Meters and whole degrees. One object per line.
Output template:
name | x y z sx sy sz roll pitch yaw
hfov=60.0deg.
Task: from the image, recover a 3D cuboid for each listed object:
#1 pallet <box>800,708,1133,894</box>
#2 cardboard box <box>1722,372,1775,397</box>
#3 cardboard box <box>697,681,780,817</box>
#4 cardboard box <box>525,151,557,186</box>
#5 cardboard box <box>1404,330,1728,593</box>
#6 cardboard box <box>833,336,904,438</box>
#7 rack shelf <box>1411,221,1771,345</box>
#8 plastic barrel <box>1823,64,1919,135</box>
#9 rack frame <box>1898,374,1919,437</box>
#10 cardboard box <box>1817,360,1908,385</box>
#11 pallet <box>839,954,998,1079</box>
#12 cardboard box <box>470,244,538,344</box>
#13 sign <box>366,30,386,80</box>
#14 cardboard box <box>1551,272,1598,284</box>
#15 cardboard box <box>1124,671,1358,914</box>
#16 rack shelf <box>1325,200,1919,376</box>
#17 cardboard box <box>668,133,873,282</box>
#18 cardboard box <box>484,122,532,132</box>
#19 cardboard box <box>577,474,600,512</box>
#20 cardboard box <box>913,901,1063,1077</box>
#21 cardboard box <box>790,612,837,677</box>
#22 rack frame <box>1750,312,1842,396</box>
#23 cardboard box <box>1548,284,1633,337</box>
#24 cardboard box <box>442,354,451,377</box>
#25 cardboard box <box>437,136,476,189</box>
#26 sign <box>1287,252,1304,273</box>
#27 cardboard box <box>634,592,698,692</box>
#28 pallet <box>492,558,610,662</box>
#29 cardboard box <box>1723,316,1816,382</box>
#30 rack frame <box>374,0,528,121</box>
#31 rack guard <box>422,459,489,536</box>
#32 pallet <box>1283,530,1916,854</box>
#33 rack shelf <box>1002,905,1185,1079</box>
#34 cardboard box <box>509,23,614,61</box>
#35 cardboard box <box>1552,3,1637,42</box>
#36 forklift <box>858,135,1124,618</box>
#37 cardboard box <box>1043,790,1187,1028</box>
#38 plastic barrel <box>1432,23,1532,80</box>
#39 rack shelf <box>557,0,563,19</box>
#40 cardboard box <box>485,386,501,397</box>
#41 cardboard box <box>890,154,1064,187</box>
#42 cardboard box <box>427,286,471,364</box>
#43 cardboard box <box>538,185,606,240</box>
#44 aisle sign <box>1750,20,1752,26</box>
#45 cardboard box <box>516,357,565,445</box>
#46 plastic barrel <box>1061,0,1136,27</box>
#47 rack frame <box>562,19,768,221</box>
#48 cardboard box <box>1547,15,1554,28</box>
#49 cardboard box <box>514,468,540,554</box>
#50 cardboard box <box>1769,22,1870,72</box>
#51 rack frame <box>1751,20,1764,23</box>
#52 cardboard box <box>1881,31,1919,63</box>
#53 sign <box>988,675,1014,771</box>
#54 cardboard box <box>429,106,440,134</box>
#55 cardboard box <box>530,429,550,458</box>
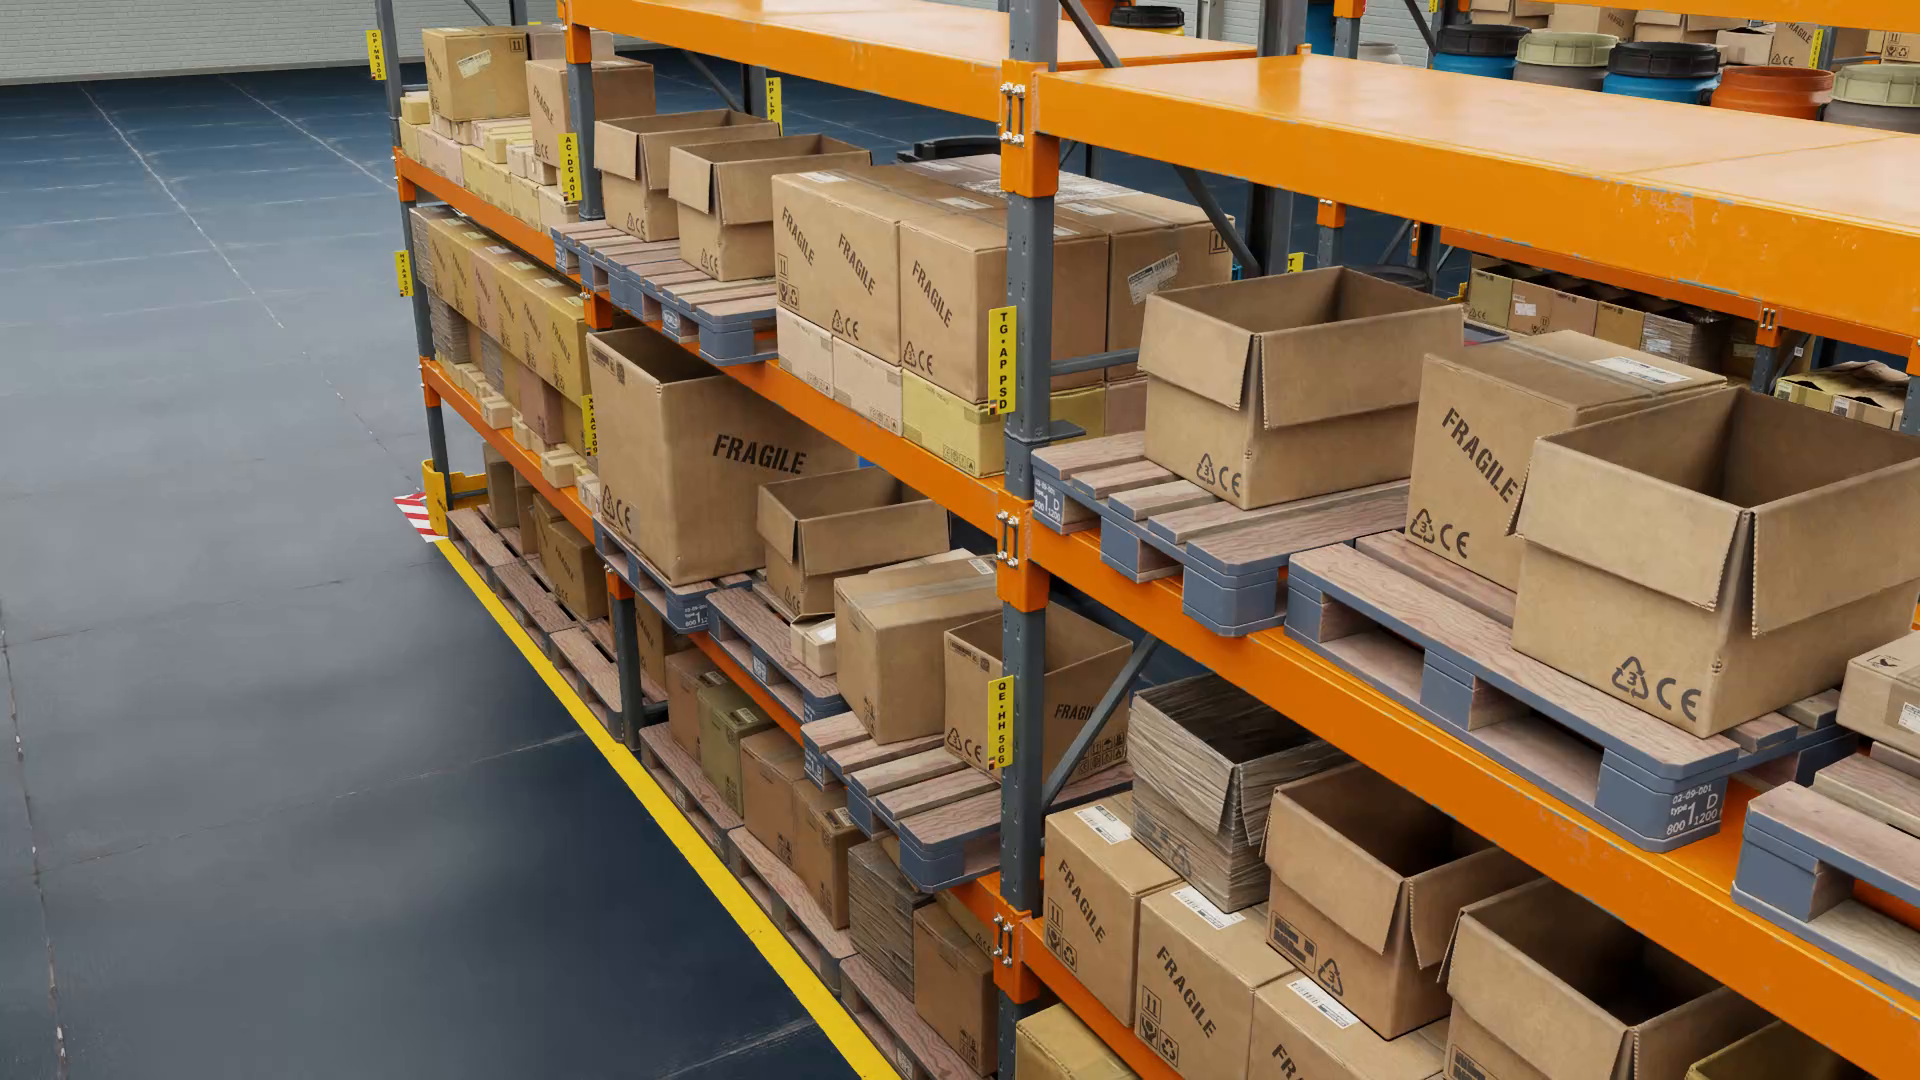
pallet | 0.142 0.869 6.445 1.213 0.211 1.003 -13 25 -28
cardboard box | 7.096 -1.338 14.714 0.500 0.250 0.500 -13 25 -28
cardboard box | -0.924 1.011 8.577 0.700 0.500 0.500 -13 25 -29
cardboard box | -2.121 -2.028 9.003 0.380 0.149 0.250 -14 26 -31
cardboard box | 1.487 -0.194 4.131 0.500 0.500 0.500 -11 25 -25
cardboard box | -0.122 -0.595 6.006 0.500 0.250 0.500 -13 25 -28
rack shelf | 6.050 -2.523 15.490 1.077 0.370 4.000 -13 25 -28
plastic barrel | 4.622 -1.892 8.333 0.600 0.901 0.600 0 22 0
rack frame | 4.855 0.038 8.235 1.000 3.000 0.127 -13 25 -28
cardboard box | 7.525 -1.313 13.908 0.500 0.311 0.500 -13 25 -28
pallet | 0.199 2.029 7.040 1.003 0.211 1.213 -13 25 -28
cardboard box | -2.676 -1.531 10.238 0.500 0.500 0.500 -13 25 -28
sign | -3.956 -3.290 11.277 0.100 0.325 0.005 -13 25 -28
cardboard box | 6.082 -2.335 16.170 0.500 0.500 0.500 -13 25 -28
cardboard box | 0.957 0.719 5.094 0.797 0.503 0.637 -12 25 -26
rack shelf | 3.834 -1.666 9.399 1.077 0.370 4.000 -13 25 -28
cardboard box | -0.809 -1.461 7.243 0.797 0.503 0.637 -11 25 -26
cardboard box | -2.600 -2.389 9.891 0.380 0.149 0.250 -14 26 -30
cardboard box | -1.928 -0.284 9.360 0.380 0.149 0.250 -13 25 -28
cardboard box | 0.238 1.731 6.804 0.700 0.500 0.500 -14 26 -31
cardboard box | -0.487 0.370 7.038 0.396 0.266 0.258 -13 26 -30
rack frame | 7.072 -2.209 13.762 1.000 3.000 0.127 -13 25 -28
cardboard box | 5.876 -2.069 15.517 0.500 0.500 0.500 -13 25 -28
cardboard box | -3.438 -1.260 11.762 0.380 0.149 0.250 -13 25 -28
cardboard box | -2.947 -2.387 10.416 0.500 0.250 0.500 -13 25 -28
sign | 1.078 -0.780 5.471 0.100 0.325 0.005 -13 25 -28
cardboard box | -1.616 0.522 9.806 0.500 0.500 0.500 -13 26 -30
pallet | -2.447 0.381 11.093 1.003 0.211 1.213 -13 25 -28
cardboard box | 7.104 -1.687 14.577 0.500 0.500 0.500 -13 25 -28
rack frame | -3.489 -4.379 11.133 1.000 3.000 0.127 -13 25 -28
rack guard | -3.451 -0.417 12.673 1.175 0.500 0.348 -13 25 -28
pallet | 1.545 0.248 3.985 1.003 0.211 1.213 -11 25 -26
rack shelf | 1.619 1.971 4.434 1.077 0.370 4.000 -13 25 -28
cardboard box | -2.480 -2.952 10.414 0.500 0.500 0.500 -13 25 -28
cardboard box | 5.642 -4.609 14.807 0.500 0.500 0.500 -13 25 -28
forklift | 0.237 -1.141 11.226 1.130 2.935 3.031 -9 24 -21
cardboard box | 0.612 1.154 5.357 0.500 0.500 0.500 -12 25 -27
plastic barrel | 3.258 -2.756 10.460 0.600 0.901 0.708 -13 25 -28
rack shelf | -2.468 -3.396 9.677 1.077 0.370 4.000 -13 25 -28
cardboard box | -2.905 -0.942 10.978 0.380 0.149 0.250 -13 25 -28
cardboard box | 0.059 -1.205 6.513 0.500 0.500 0.500 -13 26 -30
cardboard box | -3.232 -1.600 11.737 0.875 0.500 0.500 -13 25 -28
cardboard box | -1.903 -1.722 8.780 0.500 0.250 0.500 -12 25 -26
aisle sign | 8.991 -5.628 18.721 0.394 0.787 0.004 -13 25 -28
cardboard box | -2.190 -0.957 10.155 0.875 0.500 0.500 -13 25 -28
plastic barrel | 1.126 -4.202 13.555 0.600 0.830 0.708 -13 25 -28
rack frame | -1.446 -3.084 7.948 1.000 3.000 0.127 -13 25 -28
cardboard box | 5.844 -4.761 15.513 0.500 0.250 0.500 -13 25 -28
cardboard box | -2.850 -0.244 11.689 0.500 0.500 0.500 -6 23 -14
cardboard box | 7.042 -4.118 13.599 0.500 0.500 0.500 -10 24 -24
rack frame | 9.286 -7.237 18.165 1.000 3.000 0.127 -13 25 -28
cardboard box | 7.353 -3.864 12.495 0.500 0.500 0.500 -12 25 -28
sign | 0.135 0.598 5.424 0.100 0.325 0.005 -13 25 -28
cardboard box | -3.185 -2.708 10.677 0.380 0.149 0.250 -12 25 -26
cardboard box | -2.405 -0.615 10.176 0.380 0.149 0.250 -13 25 -28
